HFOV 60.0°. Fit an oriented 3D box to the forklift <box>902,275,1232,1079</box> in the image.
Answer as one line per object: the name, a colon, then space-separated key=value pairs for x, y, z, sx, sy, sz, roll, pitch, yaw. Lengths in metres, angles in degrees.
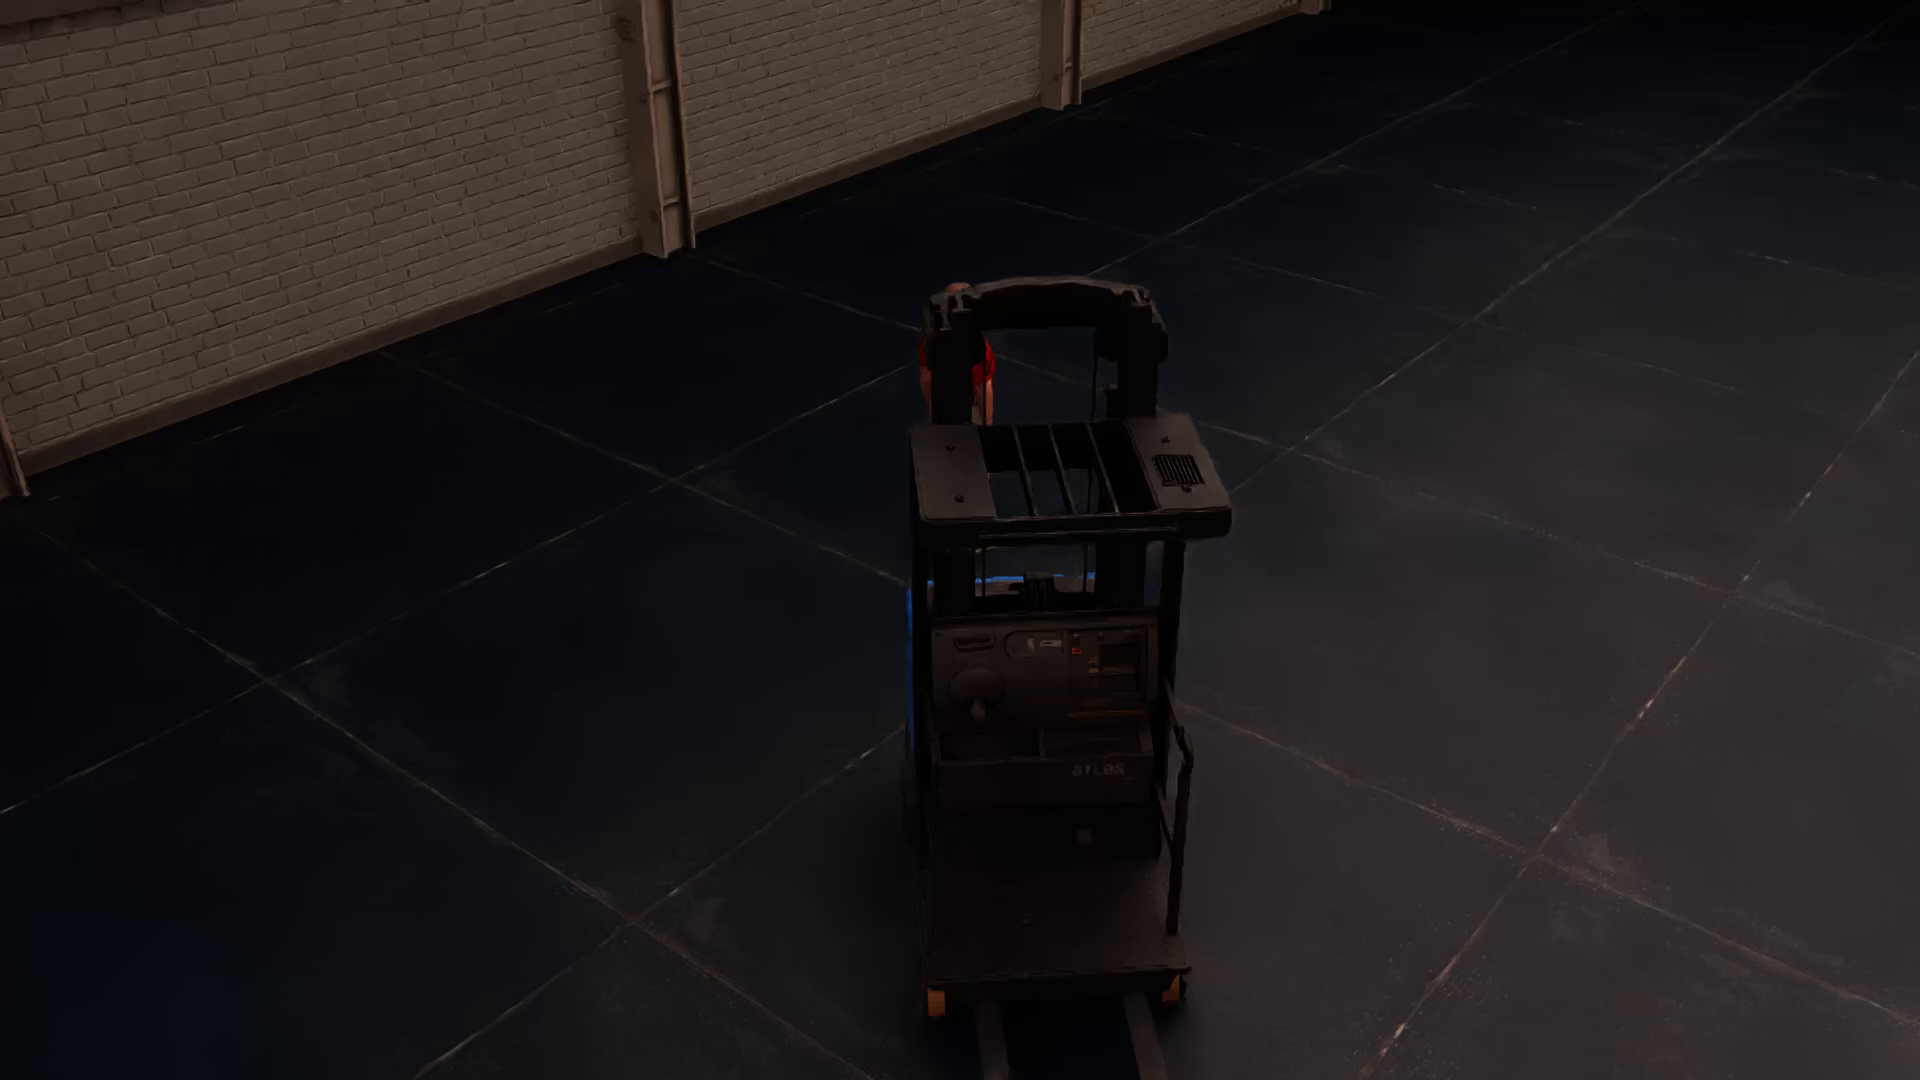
forklift: x=0.370 y=0.574 z=6.613 sx=1.130 sy=2.935 sz=3.031 roll=-3 pitch=30 yaw=-4

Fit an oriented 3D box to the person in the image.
person: x=0.016 y=-0.756 z=10.082 sx=0.523 sy=1.730 sz=0.365 roll=22 pitch=37 yaw=33
